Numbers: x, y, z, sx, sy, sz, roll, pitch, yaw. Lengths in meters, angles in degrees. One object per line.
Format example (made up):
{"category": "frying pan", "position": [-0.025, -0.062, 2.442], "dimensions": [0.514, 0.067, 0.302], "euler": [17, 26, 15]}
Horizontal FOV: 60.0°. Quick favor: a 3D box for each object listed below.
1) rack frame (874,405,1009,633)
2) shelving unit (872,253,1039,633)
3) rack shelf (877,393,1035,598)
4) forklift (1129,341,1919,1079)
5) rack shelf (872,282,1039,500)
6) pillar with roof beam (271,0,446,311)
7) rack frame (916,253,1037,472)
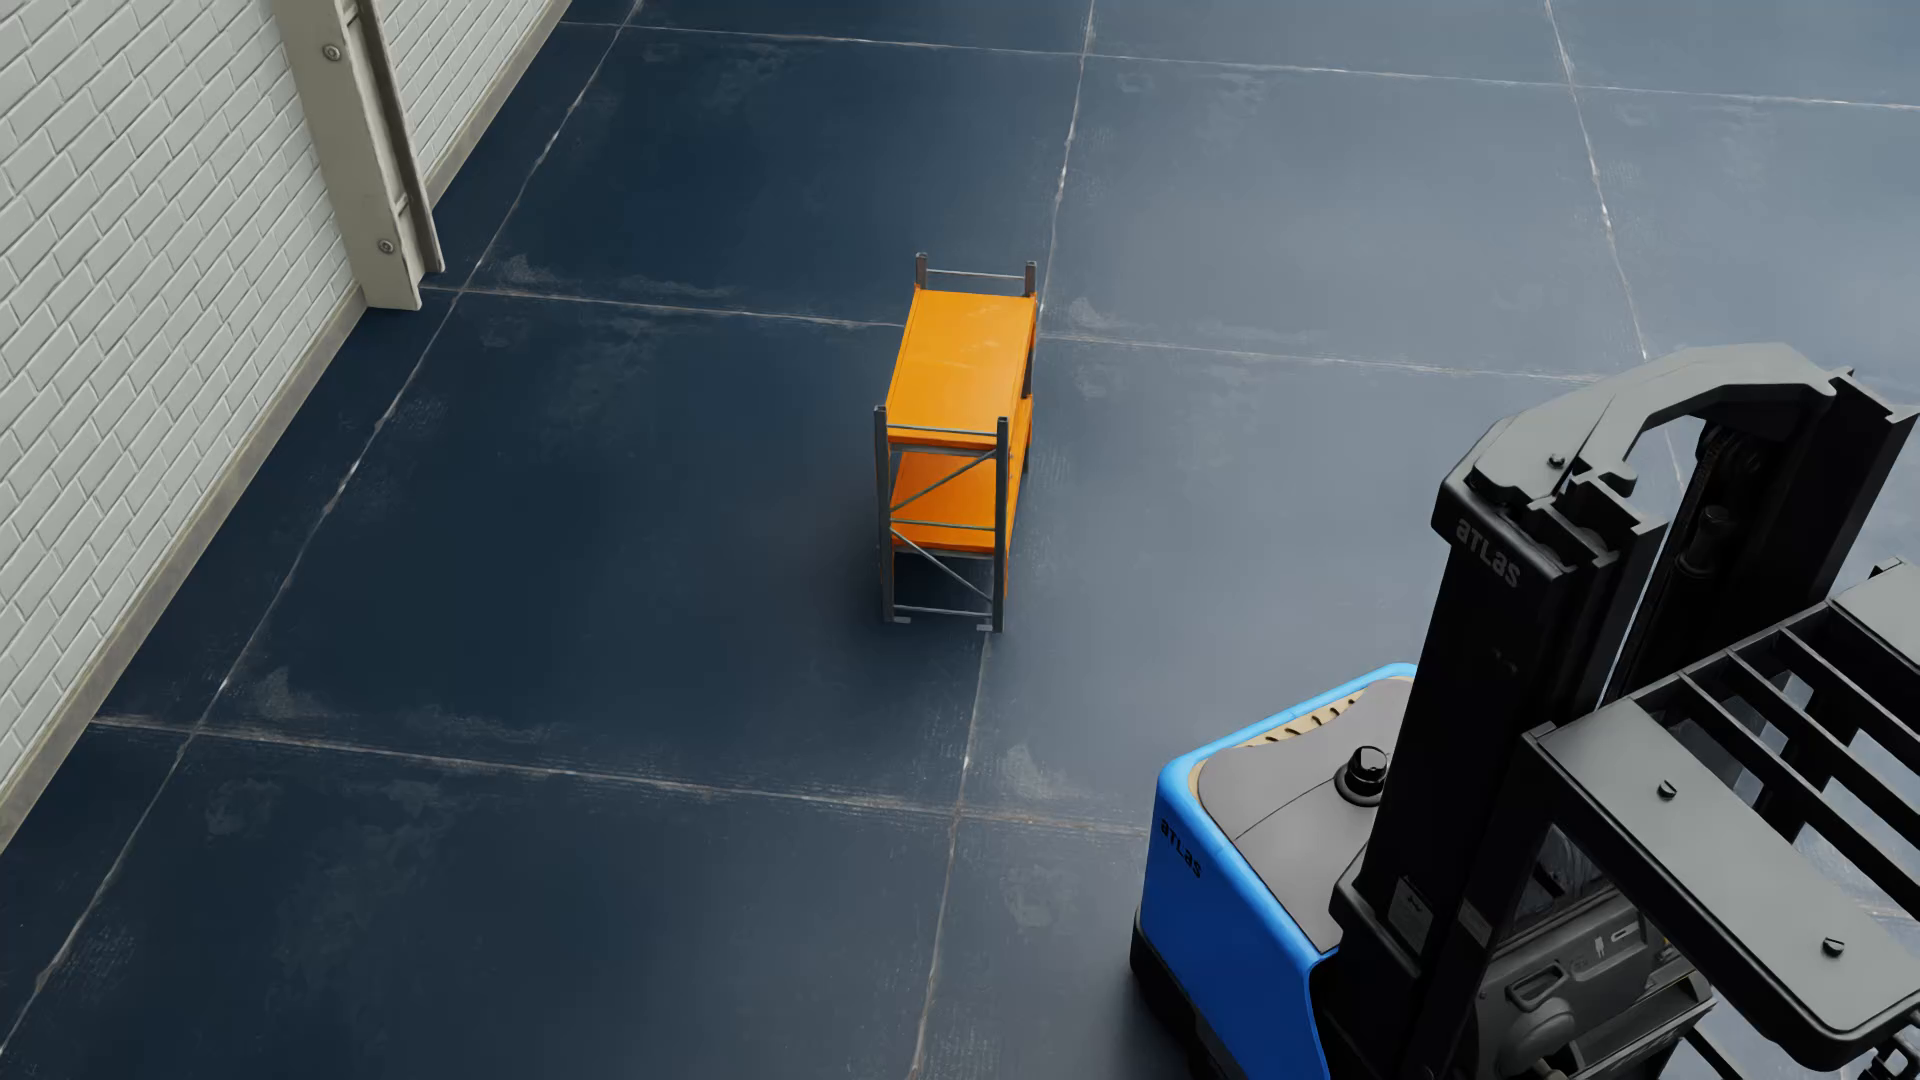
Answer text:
{"category": "rack frame", "position": [-0.068, -0.057, 6.515], "dimensions": [0.500, 1.125, 0.032], "euler": [5, 44, 6]}
{"category": "shelving unit", "position": [-0.001, -0.404, 6.881], "dimensions": [0.538, 1.125, 1.048], "euler": [5, 44, 6]}
{"category": "rack shelf", "position": [-0.001, -0.226, 7.049], "dimensions": [0.538, 0.278, 1.000], "euler": [5, 44, 6]}
{"category": "forklift", "position": [1.717, 1.135, 3.942], "dimensions": [1.130, 2.935, 3.031], "euler": [-20, 47, -20]}
{"category": "rack shelf", "position": [-0.001, -0.616, 6.679], "dimensions": [0.538, 0.278, 1.000], "euler": [5, 44, 6]}
{"category": "pillar with roof beam", "position": [1.369, -4.200, 5.163], "dimensions": [9.100, 9.000, 0.400], "euler": [5, 44, 6]}
{"category": "rack frame", "position": [0.066, -0.750, 7.246], "dimensions": [0.500, 1.125, 0.032], "euler": [5, 44, 6]}
